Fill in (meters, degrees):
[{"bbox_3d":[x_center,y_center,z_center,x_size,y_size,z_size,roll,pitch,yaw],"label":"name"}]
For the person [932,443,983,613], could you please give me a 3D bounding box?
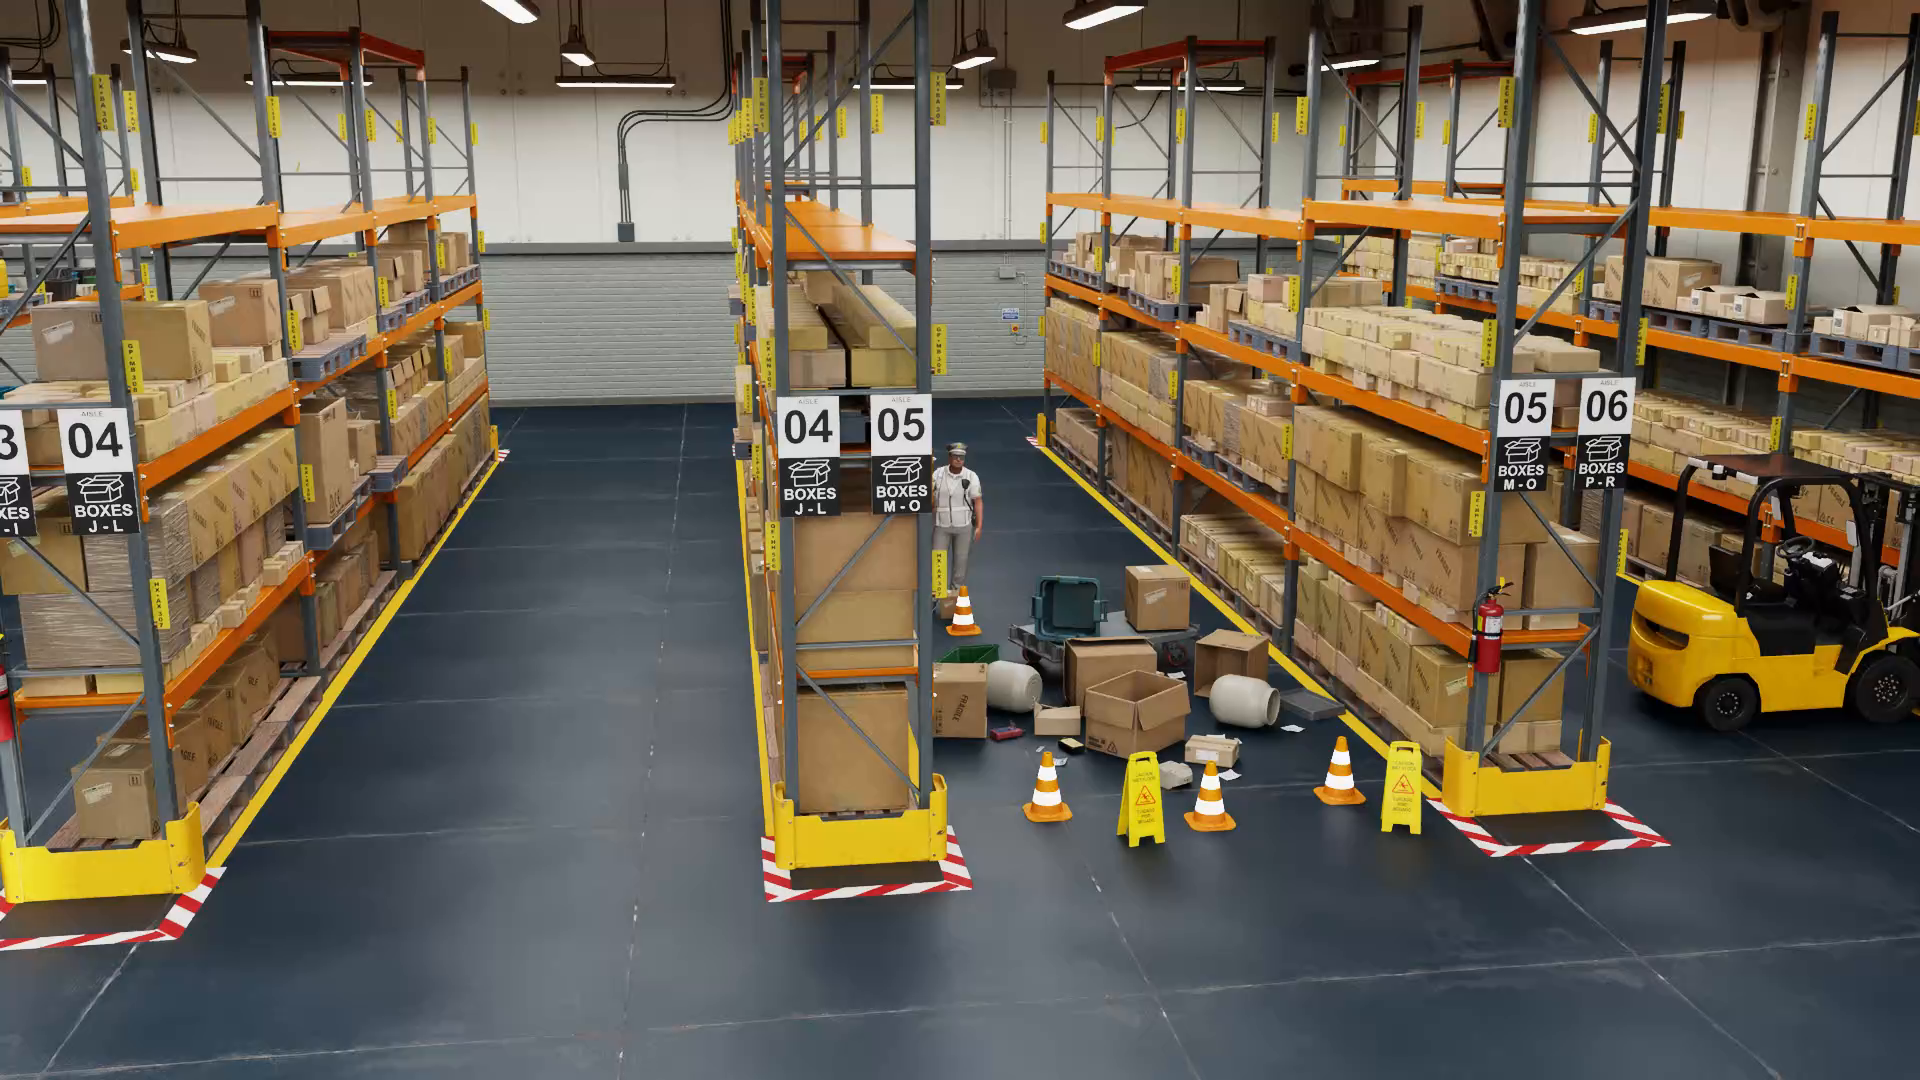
[{"bbox_3d":[-0.086,-0.129,17.417,0.642,1.782,0.573,1,13,4],"label":"person"}]
